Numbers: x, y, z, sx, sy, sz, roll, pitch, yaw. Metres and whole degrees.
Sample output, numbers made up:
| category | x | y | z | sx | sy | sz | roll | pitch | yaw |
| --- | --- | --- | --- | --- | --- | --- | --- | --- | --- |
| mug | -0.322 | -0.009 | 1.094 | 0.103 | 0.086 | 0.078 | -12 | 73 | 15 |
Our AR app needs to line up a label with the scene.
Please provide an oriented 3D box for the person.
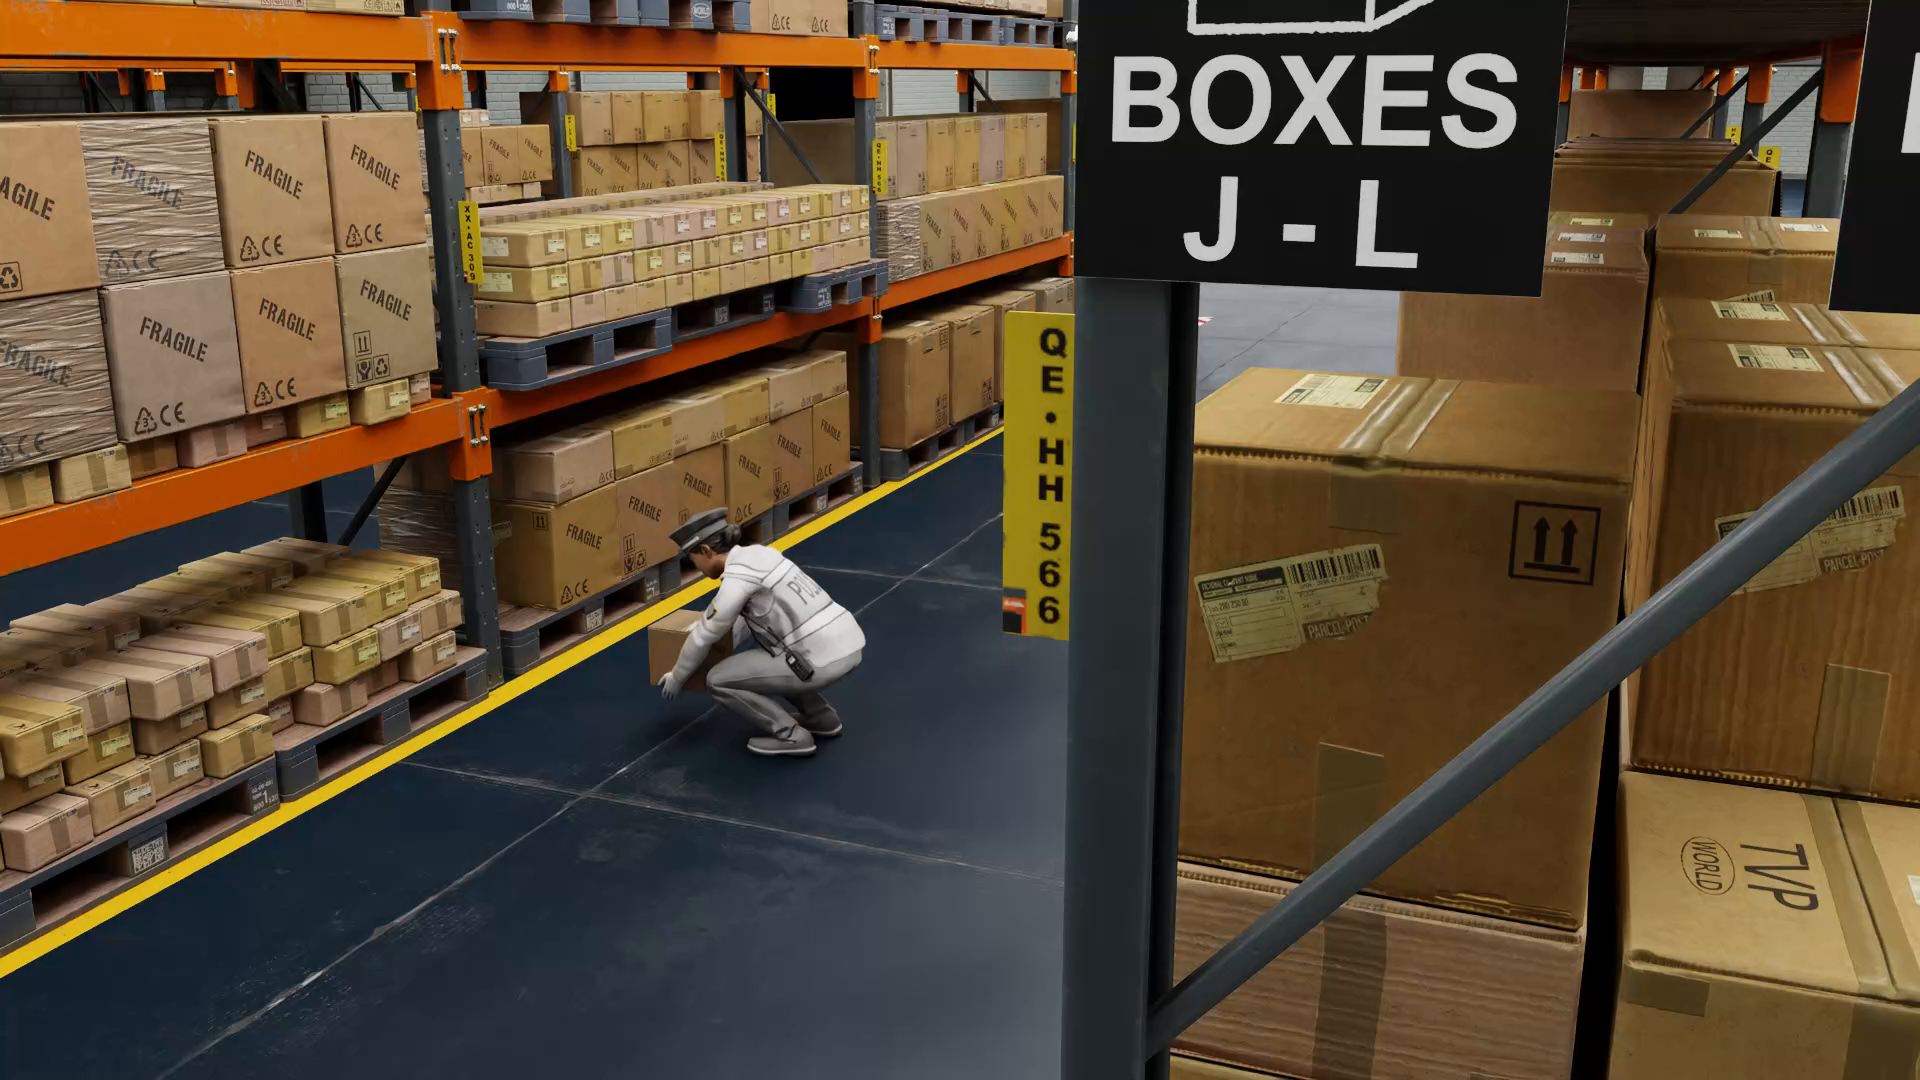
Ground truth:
| category | x | y | z | sx | sy | sz | roll | pitch | yaw |
| --- | --- | --- | --- | --- | --- | --- | --- | --- | --- |
| person | -0.789 | 0.342 | 6.630 | 0.822 | 0.964 | 0.503 | 6 | 17 | 21 |
